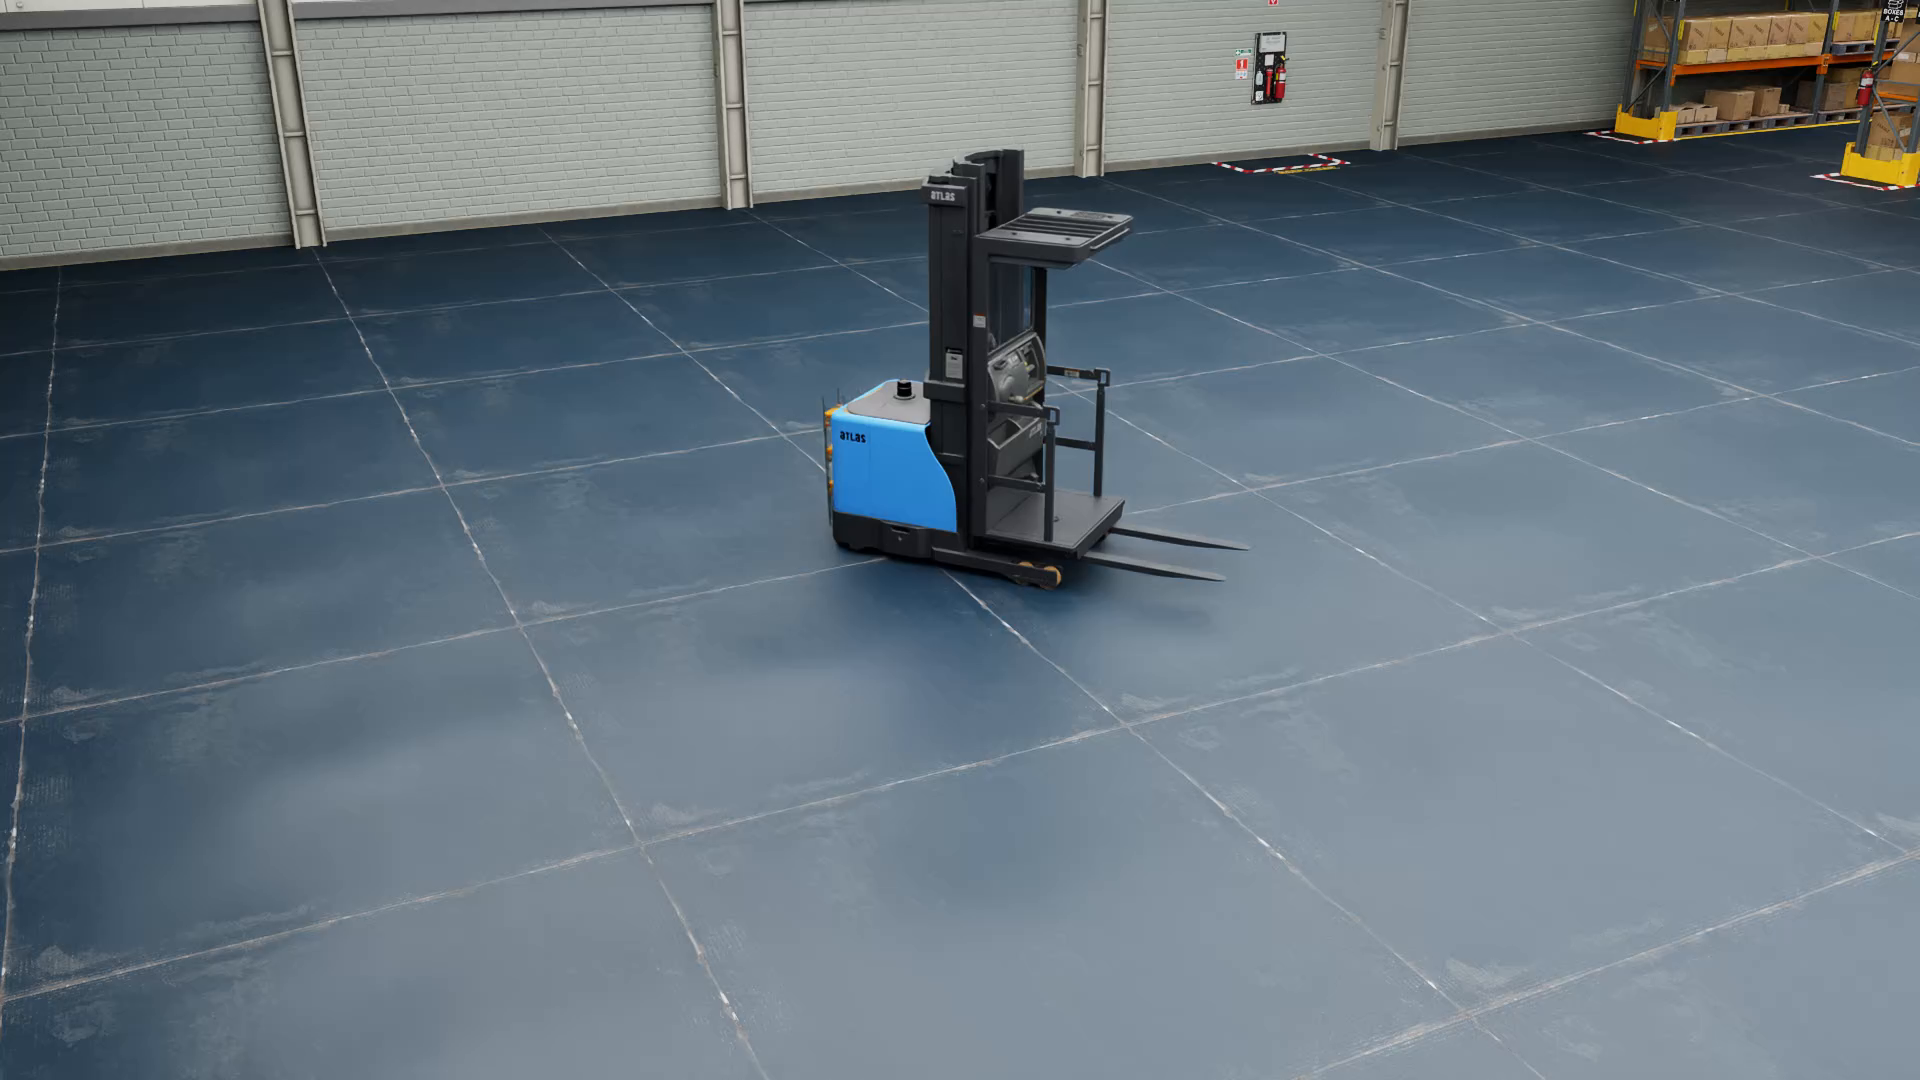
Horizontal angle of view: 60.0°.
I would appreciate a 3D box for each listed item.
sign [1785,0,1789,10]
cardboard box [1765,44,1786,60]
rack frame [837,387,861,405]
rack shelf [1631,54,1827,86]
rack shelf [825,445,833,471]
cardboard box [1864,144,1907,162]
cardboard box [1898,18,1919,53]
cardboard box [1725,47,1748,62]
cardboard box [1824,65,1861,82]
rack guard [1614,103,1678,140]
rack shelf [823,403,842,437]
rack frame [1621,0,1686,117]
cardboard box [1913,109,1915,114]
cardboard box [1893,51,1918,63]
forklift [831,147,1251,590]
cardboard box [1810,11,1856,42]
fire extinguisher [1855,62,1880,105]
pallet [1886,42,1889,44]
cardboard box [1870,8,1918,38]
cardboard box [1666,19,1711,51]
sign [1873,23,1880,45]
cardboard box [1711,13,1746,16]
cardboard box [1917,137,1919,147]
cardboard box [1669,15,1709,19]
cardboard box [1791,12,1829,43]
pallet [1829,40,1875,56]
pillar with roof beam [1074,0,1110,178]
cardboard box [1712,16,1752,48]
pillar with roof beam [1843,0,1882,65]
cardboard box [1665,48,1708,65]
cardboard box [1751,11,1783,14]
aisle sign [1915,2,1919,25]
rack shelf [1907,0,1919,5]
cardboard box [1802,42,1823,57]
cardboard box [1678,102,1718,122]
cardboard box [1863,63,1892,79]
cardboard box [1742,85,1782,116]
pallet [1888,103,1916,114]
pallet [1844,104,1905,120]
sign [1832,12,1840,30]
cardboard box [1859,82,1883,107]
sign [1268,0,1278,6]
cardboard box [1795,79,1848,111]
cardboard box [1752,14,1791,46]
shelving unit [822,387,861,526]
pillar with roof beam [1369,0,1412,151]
[{"bbox_3d":[16.015,-10.298,32.191,0.005,0.325,0.100,-10,25,-24],"label":"sign"},{"bbox_3d":[15.065,-9.160,31.128,0.500,0.250,0.500,-11,25,-24],"label":"cardboard box"},{"bbox_3d":[-0.845,-0.678,13.007,0.200,1.050,0.008,8,24,23],"label":"rack frame"},{"bbox_3d":[14.457,-8.908,31.288,4.000,0.370,1.077,-10,25,-24],"label":"rack shelf"},{"bbox_3d":[-0.895,-0.626,12.908,0.215,0.259,0.240,8,24,23],"label":"rack shelf"},{"bbox_3d":[15.162,-6.316,27.133,0.500,0.250,0.500,-10,25,-24],"label":"cardboard box"},{"bbox_3d":[15.280,-7.929,26.157,0.500,0.500,0.700,-10,25,-23],"label":"cardboard box"},{"bbox_3d":[14.155,-8.993,30.724,0.500,0.250,0.500,-11,25,-24],"label":"cardboard box"},{"bbox_3d":[17.310,-9.169,32.691,0.500,0.250,0.500,-11,25,-25],"label":"cardboard box"},{"bbox_3d":[12.723,-7.766,30.858,0.348,0.500,1.175,-10,25,-24],"label":"rack guard"},{"bbox_3d":[-0.902,-0.889,12.802,0.215,0.259,0.240,8,24,23],"label":"rack shelf"},{"bbox_3d":[12.655,-8.908,30.349,0.127,3.000,1.000,-10,25,-24],"label":"rack frame"},{"bbox_3d":[16.055,-6.834,27.404,0.500,0.500,0.500,-10,25,-24],"label":"cardboard box"},{"bbox_3d":[15.068,-7.677,26.395,0.250,0.149,0.380,-11,25,-25],"label":"cardboard box"},{"bbox_3d":[0.595,-1.229,11.886,3.031,2.935,1.130,10,25,23],"label":"forklift"},{"bbox_3d":[16.732,-9.894,32.024,0.500,0.500,0.700,-10,25,-23],"label":"cardboard box"},{"bbox_3d":[14.498,-7.307,26.581,0.183,0.674,0.296,-10,25,-24],"label":"fire extinguisher"},{"bbox_3d":[19.267,-9.992,33.217,1.003,0.211,1.213,-10,25,-24],"label":"pallet"},{"bbox_3d":[18.331,-10.189,32.737,0.500,0.500,0.700,-10,25,-24],"label":"cardboard box"},{"bbox_3d":[13.215,-9.171,30.172,0.500,0.500,0.500,-10,25,-24],"label":"cardboard box"},{"bbox_3d":[14.584,-8.036,26.417,0.005,0.325,0.100,-10,25,-24],"label":"sign"},{"bbox_3d":[14.363,-9.597,31.203,0.500,0.500,0.500,-10,25,-23],"label":"cardboard box"},{"bbox_3d":[15.836,-6.568,26.760,0.500,0.500,0.500,-10,25,-24],"label":"cardboard box"},{"bbox_3d":[13.445,-9.426,30.790,0.500,0.500,0.500,-10,25,-23],"label":"cardboard box"},{"bbox_3d":[15.967,-9.673,31.387,0.500,0.500,0.500,-10,25,-24],"label":"cardboard box"},{"bbox_3d":[17.011,-9.560,32.174,1.213,0.211,1.003,-10,25,-24],"label":"pallet"},{"bbox_3d":[3.965,-8.620,21.810,0.400,9.000,9.100,-10,25,-24],"label":"pillar with roof beam"},{"bbox_3d":[14.133,-9.333,30.563,0.500,0.500,0.500,-11,25,-25],"label":"cardboard box"},{"bbox_3d":[20.184,-11.606,29.023,0.400,9.000,9.100,-10,25,-24],"label":"pillar with roof beam"},{"bbox_3d":[13.232,-8.820,30.305,0.500,0.250,0.500,-11,25,-25],"label":"cardboard box"},{"bbox_3d":[15.277,-9.768,31.615,0.500,0.500,0.500,-11,25,-24],"label":"cardboard box"},{"bbox_3d":[14.880,-8.287,25.448,0.004,0.787,0.394,-10,25,-24],"label":"aisle sign"},{"bbox_3d":[16.609,-8.587,26.592,4.000,0.370,1.077,-10,25,-24],"label":"rack shelf"},{"bbox_3d":[15.964,-9.329,31.535,0.500,0.250,0.500,-10,25,-23],"label":"cardboard box"},{"bbox_3d":[13.831,-8.048,31.210,0.500,0.311,0.500,-8,24,-19],"label":"cardboard box"},{"bbox_3d":[18.235,-9.333,33.087,0.500,0.250,0.500,-11,25,-24],"label":"cardboard box"},{"bbox_3d":[15.341,-8.434,31.897,0.500,0.500,0.500,-12,26,-28],"label":"cardboard box"},{"bbox_3d":[19.158,-8.818,33.776,1.213,0.211,1.003,-10,25,-24],"label":"pallet"},{"bbox_3d":[18.061,-8.617,33.291,1.213,0.211,1.003,-10,25,-24],"label":"pallet"},{"bbox_3d":[16.501,-9.786,31.338,0.005,0.325,0.100,-10,25,-24],"label":"sign"},{"bbox_3d":[17.836,-8.922,33.075,0.500,0.500,0.700,-10,25,-23],"label":"cardboard box"},{"bbox_3d":[5.210,-9.035,27.623,0.199,0.298,0.001,-10,25,-24],"label":"sign"},{"bbox_3d":[16.915,-8.748,32.655,0.500,0.500,0.700,-10,24,-22],"label":"cardboard box"},{"bbox_3d":[15.061,-9.509,30.989,0.500,0.500,0.500,-11,25,-25],"label":"cardboard box"},{"bbox_3d":[-0.895,-0.635,12.904,0.215,1.050,0.252,8,24,23],"label":"shelving unit"},{"bbox_3d":[9.371,-9.616,24.214,0.400,9.000,9.100,-10,25,-24],"label":"pillar with roof beam"}]
